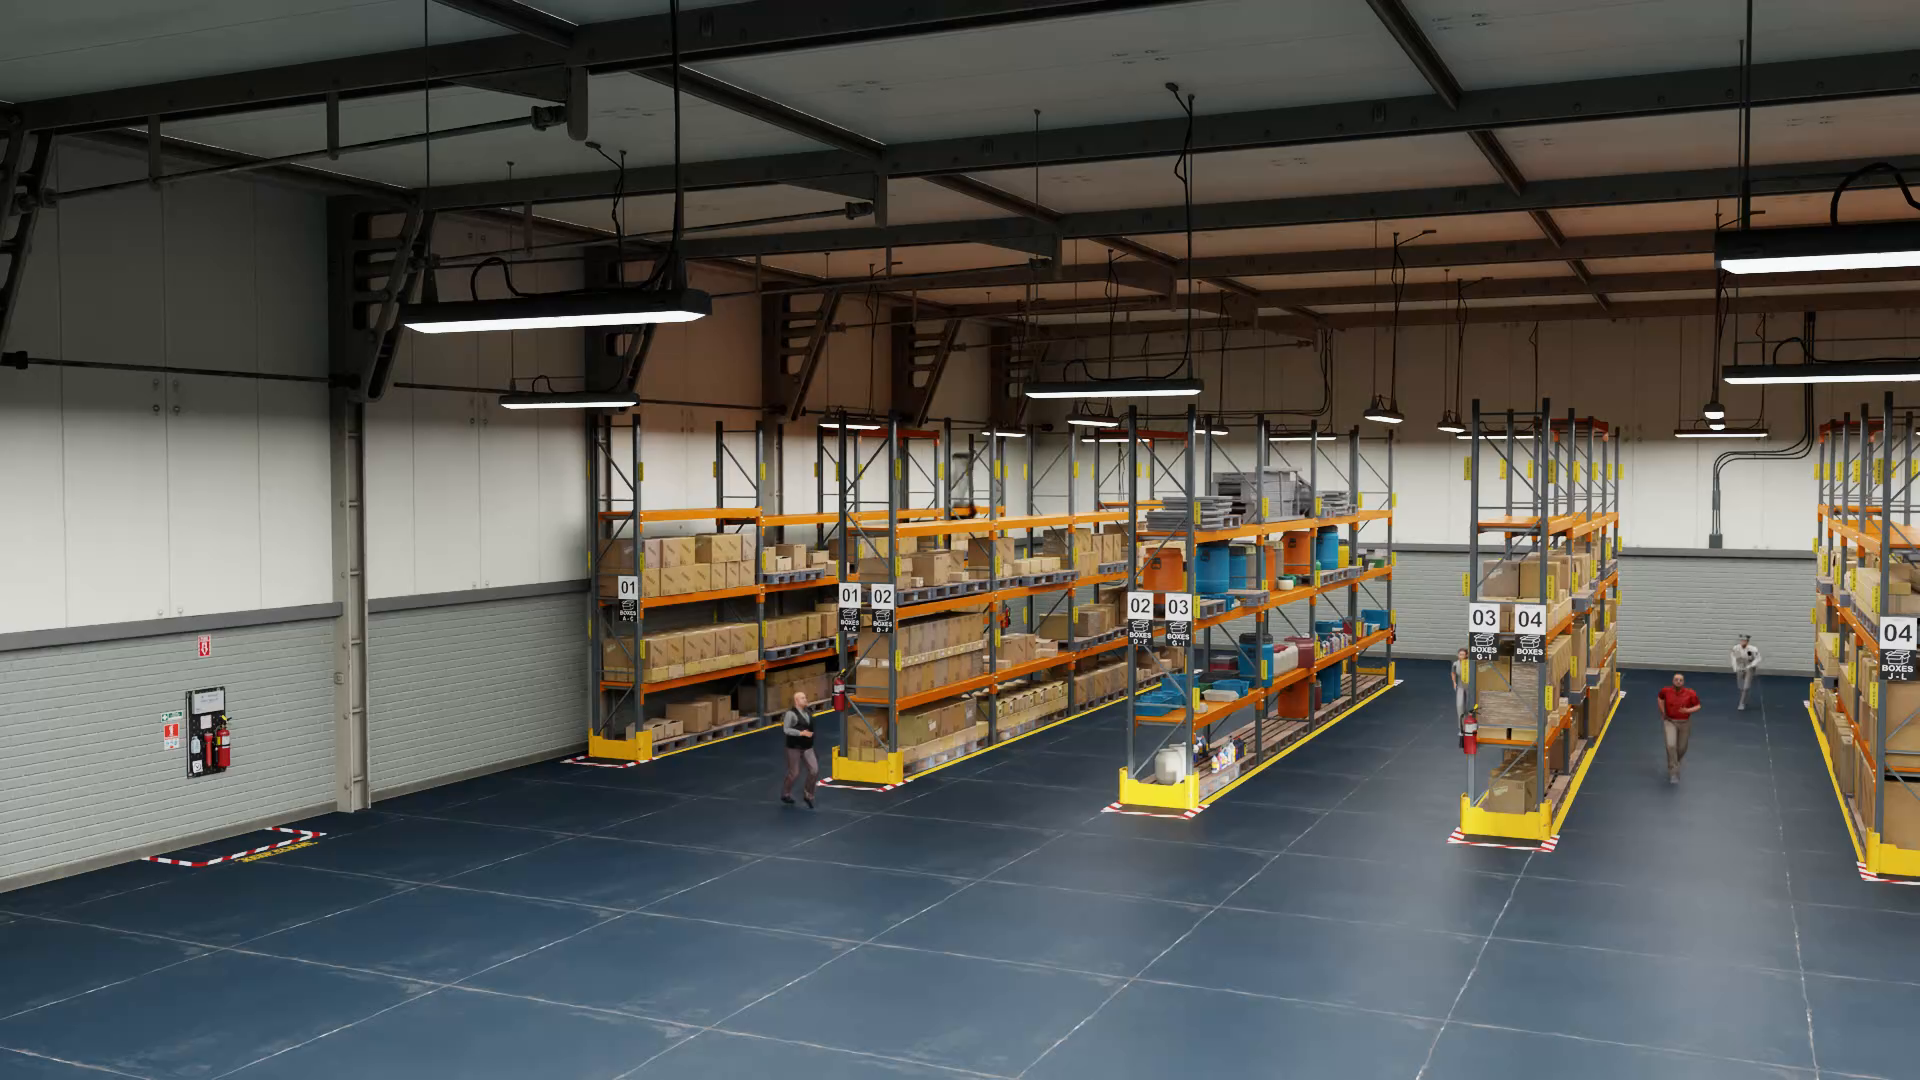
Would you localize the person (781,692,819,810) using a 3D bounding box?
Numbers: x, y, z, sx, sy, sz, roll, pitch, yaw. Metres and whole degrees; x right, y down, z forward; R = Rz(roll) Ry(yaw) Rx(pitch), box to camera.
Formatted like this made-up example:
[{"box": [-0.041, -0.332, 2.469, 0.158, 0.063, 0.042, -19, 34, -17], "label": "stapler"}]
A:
[{"box": [-2.388, 3.141, 24.700, 0.766, 1.780, 0.637, 2, 3, 45], "label": "person"}]

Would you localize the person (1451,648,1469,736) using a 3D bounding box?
[{"box": [9.718, 2.892, 31.947, 0.565, 1.659, 0.953, 1, 3, 28], "label": "person"}]

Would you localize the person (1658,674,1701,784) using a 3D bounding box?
[{"box": [11.689, 3.055, 27.041, 0.613, 1.797, 1.016, 1, 2, 16], "label": "person"}]

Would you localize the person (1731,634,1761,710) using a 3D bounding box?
[{"box": [16.592, 2.776, 35.112, 0.610, 1.630, 0.722, 2, 3, 33], "label": "person"}]
